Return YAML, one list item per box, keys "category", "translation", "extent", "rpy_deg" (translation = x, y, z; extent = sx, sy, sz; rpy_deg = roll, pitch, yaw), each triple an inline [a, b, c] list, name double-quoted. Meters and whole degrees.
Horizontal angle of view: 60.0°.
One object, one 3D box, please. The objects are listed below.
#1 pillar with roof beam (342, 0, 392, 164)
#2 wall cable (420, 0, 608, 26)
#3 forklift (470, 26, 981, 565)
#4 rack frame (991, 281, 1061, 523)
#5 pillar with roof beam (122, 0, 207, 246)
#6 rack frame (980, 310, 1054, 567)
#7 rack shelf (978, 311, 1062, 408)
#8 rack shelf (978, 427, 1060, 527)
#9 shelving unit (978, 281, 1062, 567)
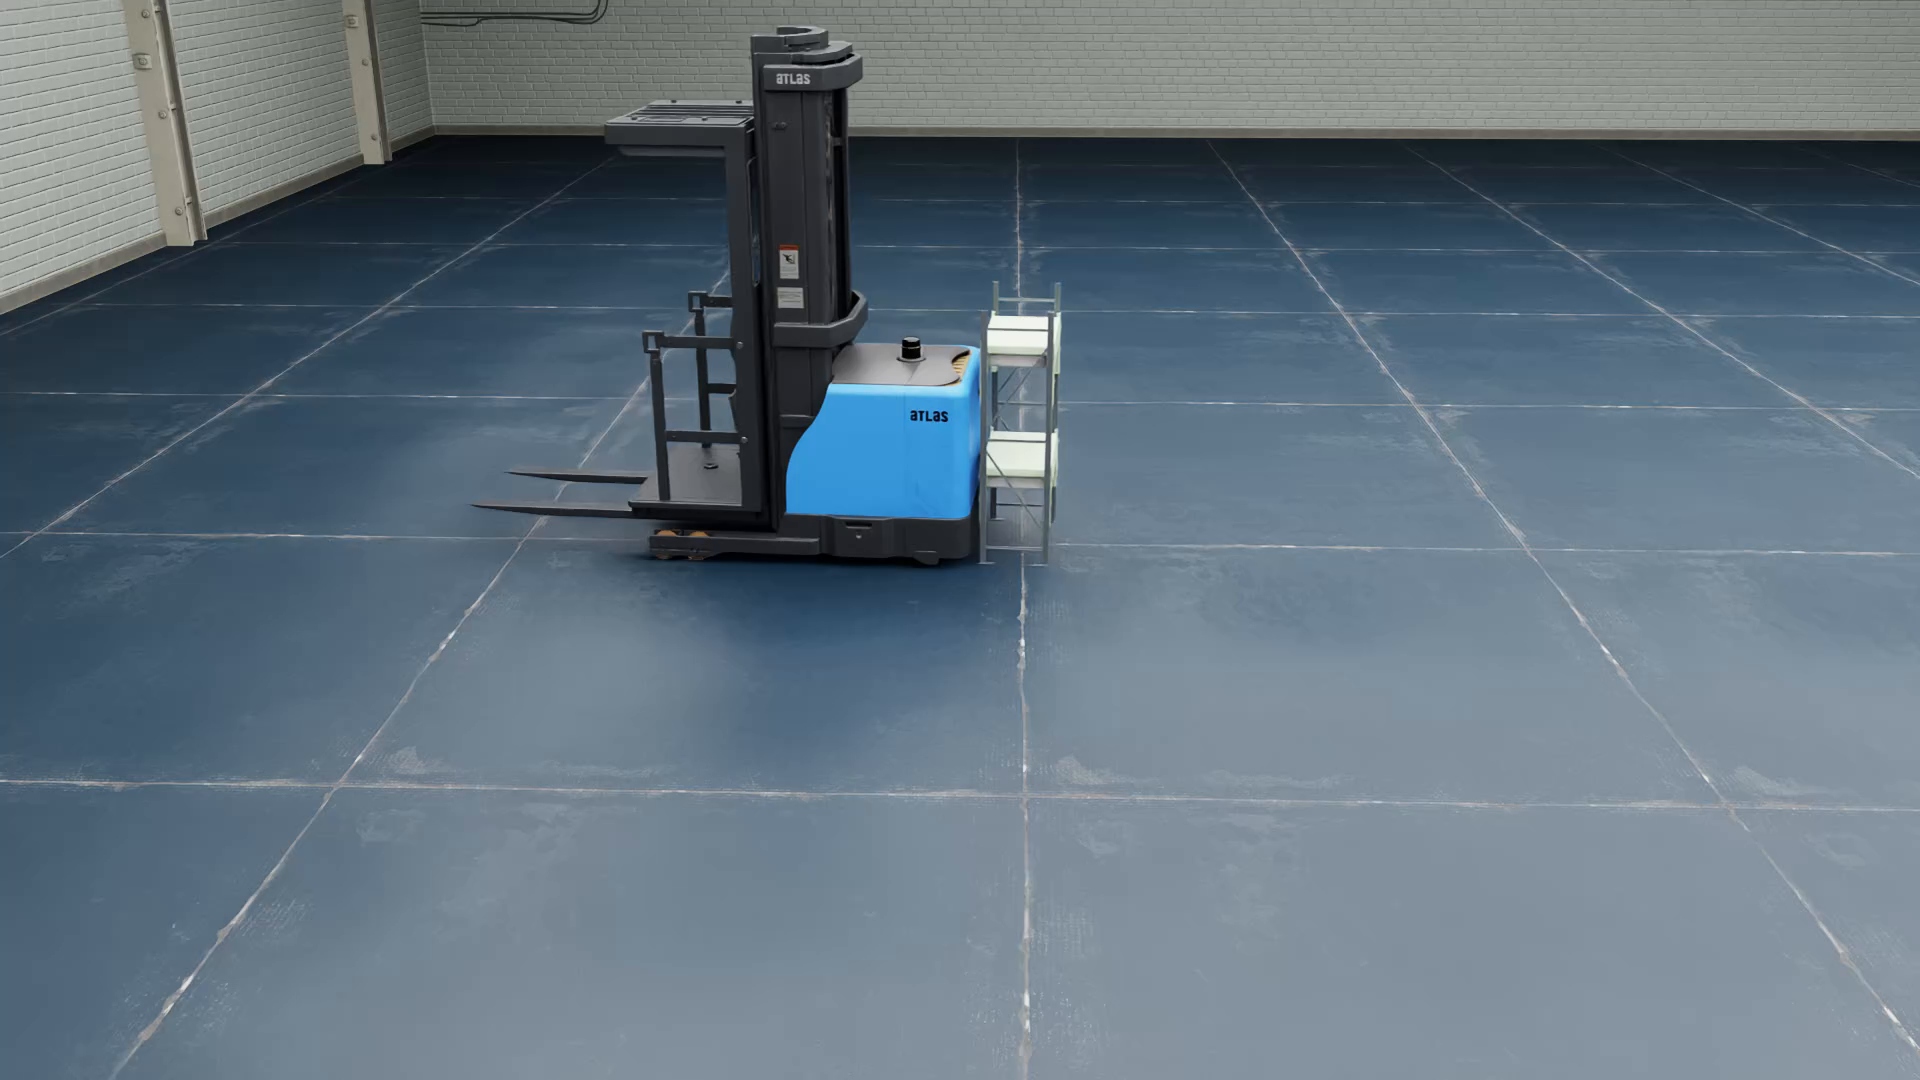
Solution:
- category: "pillar with roof beam"
  translation: [-4.180, -9.651, 22.462]
  extent: [9.100, 9.000, 0.400]
  rpy_deg: [1, 21, 2]
- category: "wall cable"
  translation: [-7.071, -9.301, 25.853]
  extent: [3.097, 2.526, 0.112]
  rpy_deg: [1, 21, 2]
- category: "forklift"
  translation: [-1.394, -1.432, 9.669]
  extent: [3.031, 2.935, 1.130]
  rpy_deg: [2, 21, 6]
- category: "rack frame"
  translation: [0.392, -0.817, 10.062]
  extent: [0.400, 1.500, 0.023]
  rpy_deg: [2, 21, 6]
- category: "pillar with roof beam"
  translation: [-4.362, -7.482, 16.871]
  extent: [9.100, 9.000, 0.400]
  rpy_deg: [1, 21, 2]
- category: "rack frame"
  translation: [0.315, -0.554, 9.383]
  extent: [0.400, 1.500, 0.023]
  rpy_deg: [2, 21, 6]
- category: "rack shelf"
  translation: [0.354, -1.049, 9.581]
  extent: [0.431, 0.370, 0.720]
  rpy_deg: [2, 21, 6]
- category: "rack shelf"
  translation: [0.354, -0.382, 9.840]
  extent: [0.431, 0.370, 0.720]
  rpy_deg: [2, 21, 6]
- category: "shelving unit"
  translation: [0.354, -0.686, 9.722]
  extent: [0.431, 1.500, 0.755]
  rpy_deg: [2, 21, 6]
